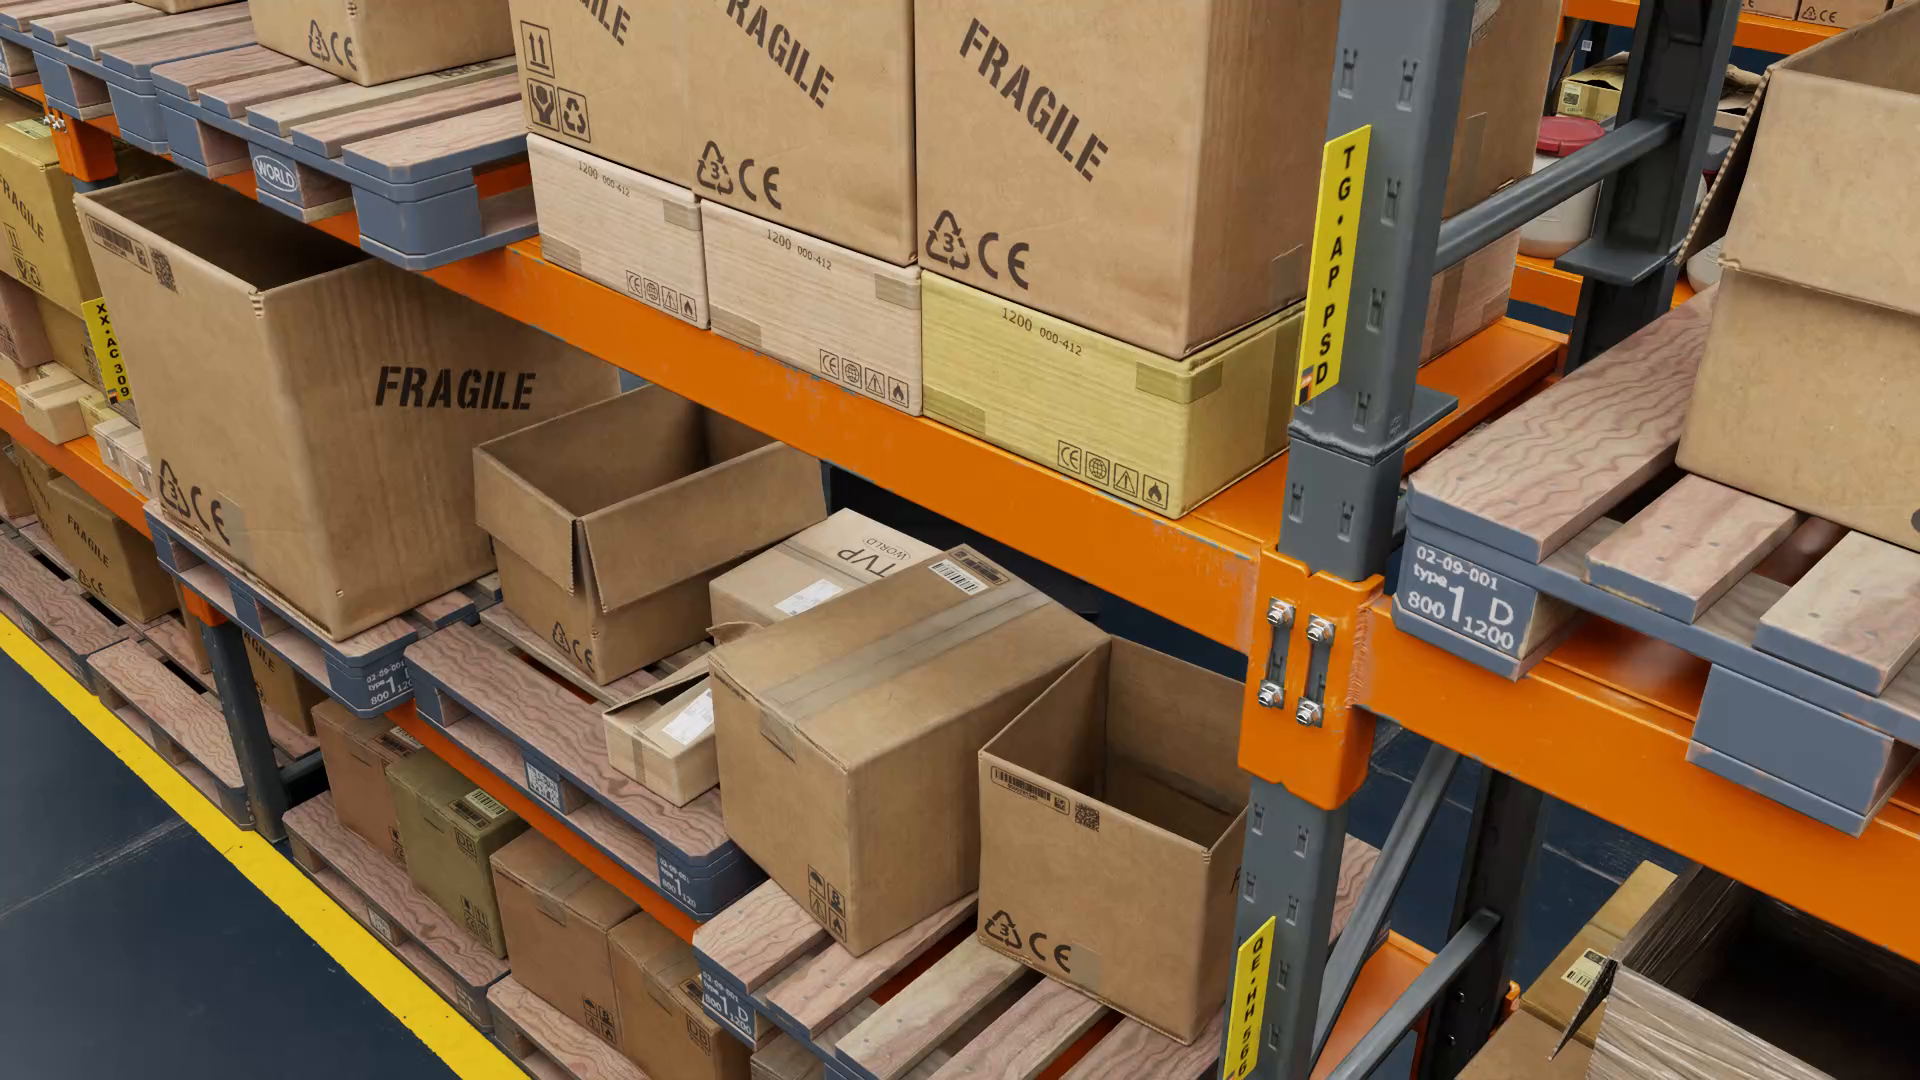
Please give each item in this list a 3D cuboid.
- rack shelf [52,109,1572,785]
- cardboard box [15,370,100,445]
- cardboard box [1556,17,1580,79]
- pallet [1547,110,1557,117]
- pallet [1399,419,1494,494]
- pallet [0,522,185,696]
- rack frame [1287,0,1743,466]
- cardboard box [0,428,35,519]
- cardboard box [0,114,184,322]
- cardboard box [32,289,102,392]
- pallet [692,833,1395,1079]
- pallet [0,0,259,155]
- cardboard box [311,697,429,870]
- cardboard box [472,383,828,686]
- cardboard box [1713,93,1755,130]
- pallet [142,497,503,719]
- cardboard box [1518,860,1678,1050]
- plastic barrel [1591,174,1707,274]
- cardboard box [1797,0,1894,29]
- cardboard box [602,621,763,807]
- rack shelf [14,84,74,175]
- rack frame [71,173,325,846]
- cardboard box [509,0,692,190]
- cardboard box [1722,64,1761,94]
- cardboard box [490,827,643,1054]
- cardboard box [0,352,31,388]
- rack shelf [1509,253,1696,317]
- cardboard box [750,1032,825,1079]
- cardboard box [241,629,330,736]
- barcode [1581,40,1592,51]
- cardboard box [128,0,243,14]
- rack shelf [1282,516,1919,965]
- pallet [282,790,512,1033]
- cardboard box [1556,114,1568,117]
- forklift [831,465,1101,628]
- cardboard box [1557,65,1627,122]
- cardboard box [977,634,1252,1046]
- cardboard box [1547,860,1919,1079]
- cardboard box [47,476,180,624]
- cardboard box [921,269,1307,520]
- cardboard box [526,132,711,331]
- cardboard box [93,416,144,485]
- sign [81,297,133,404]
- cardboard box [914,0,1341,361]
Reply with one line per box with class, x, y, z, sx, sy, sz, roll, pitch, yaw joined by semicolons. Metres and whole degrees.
rack shelf;-0.676;-0.689;3.776;4.000;0.370;1.077;25;39;35
cardboard box;-3.100;-0.502;5.920;0.250;0.149;0.380;25;39;35
cardboard box;4.357;-3.795;12.677;0.500;0.500;0.500;25;39;35
pallet;3.929;-3.288;13.007;1.213;0.211;1.003;25;39;35
pallet;2.681;-0.425;8.251;1.213;0.211;1.003;25;39;35
pallet;-3.590;0.149;7.298;1.213;0.211;1.003;25;39;35
rack frame;0.806;-1.590;1.667;0.127;3.000;1.000;25;39;35
cardboard box;-4.207;-0.482;7.658;0.500;0.500;0.500;-18;36;-28
cardboard box;-2.678;-1.054;5.237;0.500;0.500;0.500;25;39;35
cardboard box;-2.798;-0.941;6.019;0.500;0.500;0.875;25;39;35
pallet;0.207;0.856;3.606;1.003;0.211;1.213;25;39;35
pallet;-1.773;-1.355;4.366;1.003;0.211;1.213;25;39;35
cardboard box;-1.718;0.699;5.678;0.500;0.500;0.700;22;37;32
cardboard box;-0.812;-0.064;4.441;0.797;0.503;0.637;-25;39;-35
cardboard box;5.382;-2.841;11.277;0.500;0.311;0.500;24;38;34
pallet;-1.690;-0.002;5.031;1.213;0.211;1.003;25;39;35
cardboard box;1.339;1.013;3.062;0.500;0.500;0.500;26;40;36
plastic barrel;2.912;-1.382;7.029;0.421;0.512;0.421;0;31;0
cardboard box;5.811;-3.607;10.736;0.500;0.500;0.500;25;39;35
cardboard box;-0.611;0.384;3.928;0.258;0.266;0.396;24;38;34
rack shelf;-3.642;-2.074;6.075;4.000;0.370;1.077;25;39;35
rack frame;-2.159;-0.405;5.514;0.127;3.000;1.000;25;39;35
cardboard box;-0.459;-0.982;2.983;0.500;0.500;0.500;26;40;36
cardboard box;5.374;-3.225;11.915;0.500;0.311;0.500;26;40;36
cardboard box;-0.962;1.064;5.071;0.500;0.500;0.700;21;37;31
cardboard box;-3.409;-0.711;6.265;0.250;0.149;0.380;25;39;35
rack shelf;2.647;-1.298;7.696;4.000;0.370;1.077;25;39;35
cardboard box;-0.124;1.451;4.429;0.500;0.500;0.700;21;37;31
cardboard box;-2.429;0.333;6.305;0.500;0.500;0.500;24;38;34
barcode;4.401;-3.473;11.677;0.075;0.075;0.001;25;39;35
cardboard box;-1.877;-1.713;4.272;0.637;0.503;0.797;23;38;33
rack shelf;2.289;0.695;1.476;4.000;0.370;1.077;25;39;35
pallet;-1.581;1.059;5.786;1.213;0.211;1.003;25;39;35
cardboard box;4.624;-2.959;12.016;0.500;0.250;0.500;24;38;34
forklift;0.005;-0.901;6.404;1.130;2.935;3.031;-1;31;-1
cardboard box;4.630;-3.195;11.865;0.500;0.311;0.500;25;39;35
cardboard box;0.379;0.585;3.365;0.500;0.500;0.500;20;36;29
cardboard box;1.338;0.766;2.499;0.637;0.503;0.797;27;40;37
cardboard box;-3.372;-0.047;6.937;0.500;0.500;0.500;21;37;31
cardboard box;0.289;-0.312;2.597;0.500;0.250;0.500;25;39;35
cardboard box;-0.458;-0.653;3.164;0.500;0.250;0.500;26;40;36
cardboard box;-2.695;-0.349;5.665;0.250;0.149;0.380;25;39;35
sign;-2.518;-0.565;4.941;0.005;0.325;0.100;25;39;35
cardboard box;0.285;-0.632;2.401;0.500;0.500;0.500;26;40;36
